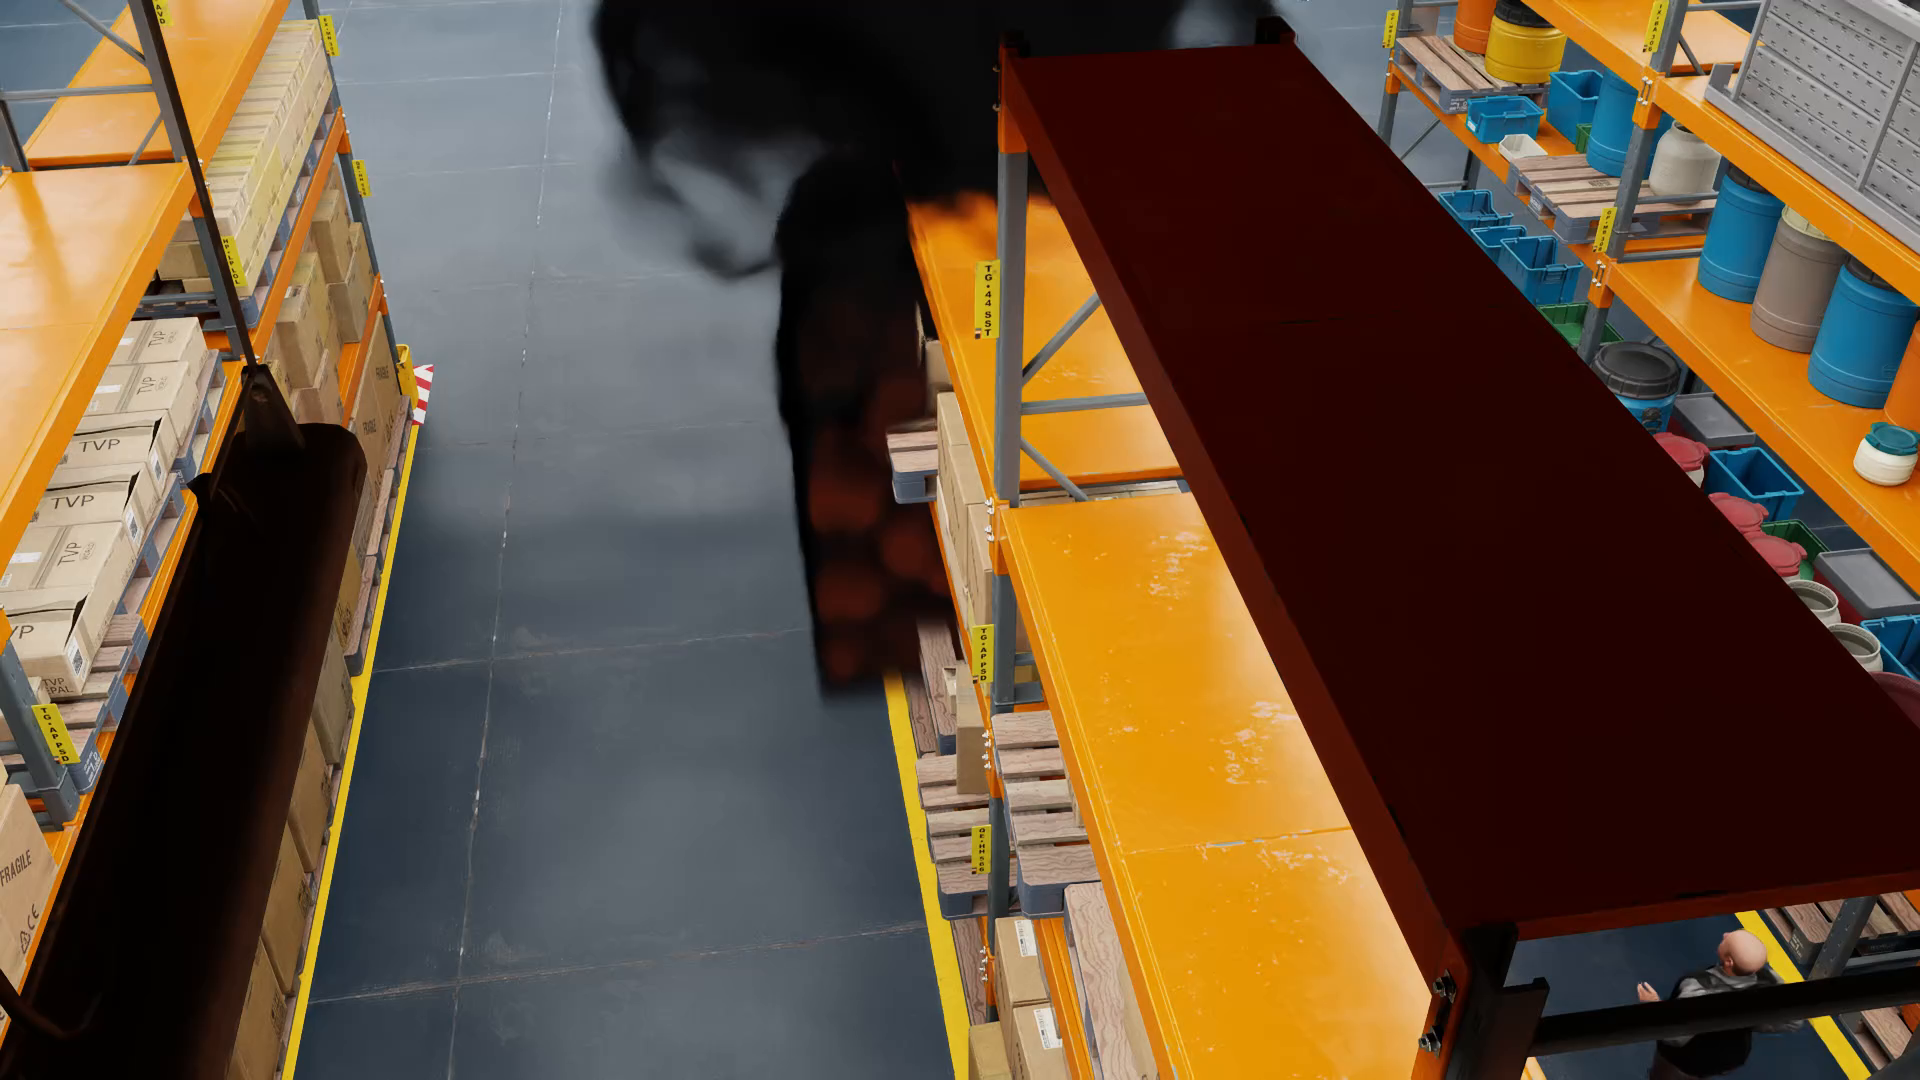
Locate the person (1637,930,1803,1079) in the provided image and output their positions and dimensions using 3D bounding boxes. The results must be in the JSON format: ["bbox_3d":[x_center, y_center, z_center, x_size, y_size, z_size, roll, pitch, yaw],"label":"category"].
[{"bbox_3d":[3.626,2.508,8.149,0.662,1.716,0.799,-11,38,-14],"label":"person"}]
